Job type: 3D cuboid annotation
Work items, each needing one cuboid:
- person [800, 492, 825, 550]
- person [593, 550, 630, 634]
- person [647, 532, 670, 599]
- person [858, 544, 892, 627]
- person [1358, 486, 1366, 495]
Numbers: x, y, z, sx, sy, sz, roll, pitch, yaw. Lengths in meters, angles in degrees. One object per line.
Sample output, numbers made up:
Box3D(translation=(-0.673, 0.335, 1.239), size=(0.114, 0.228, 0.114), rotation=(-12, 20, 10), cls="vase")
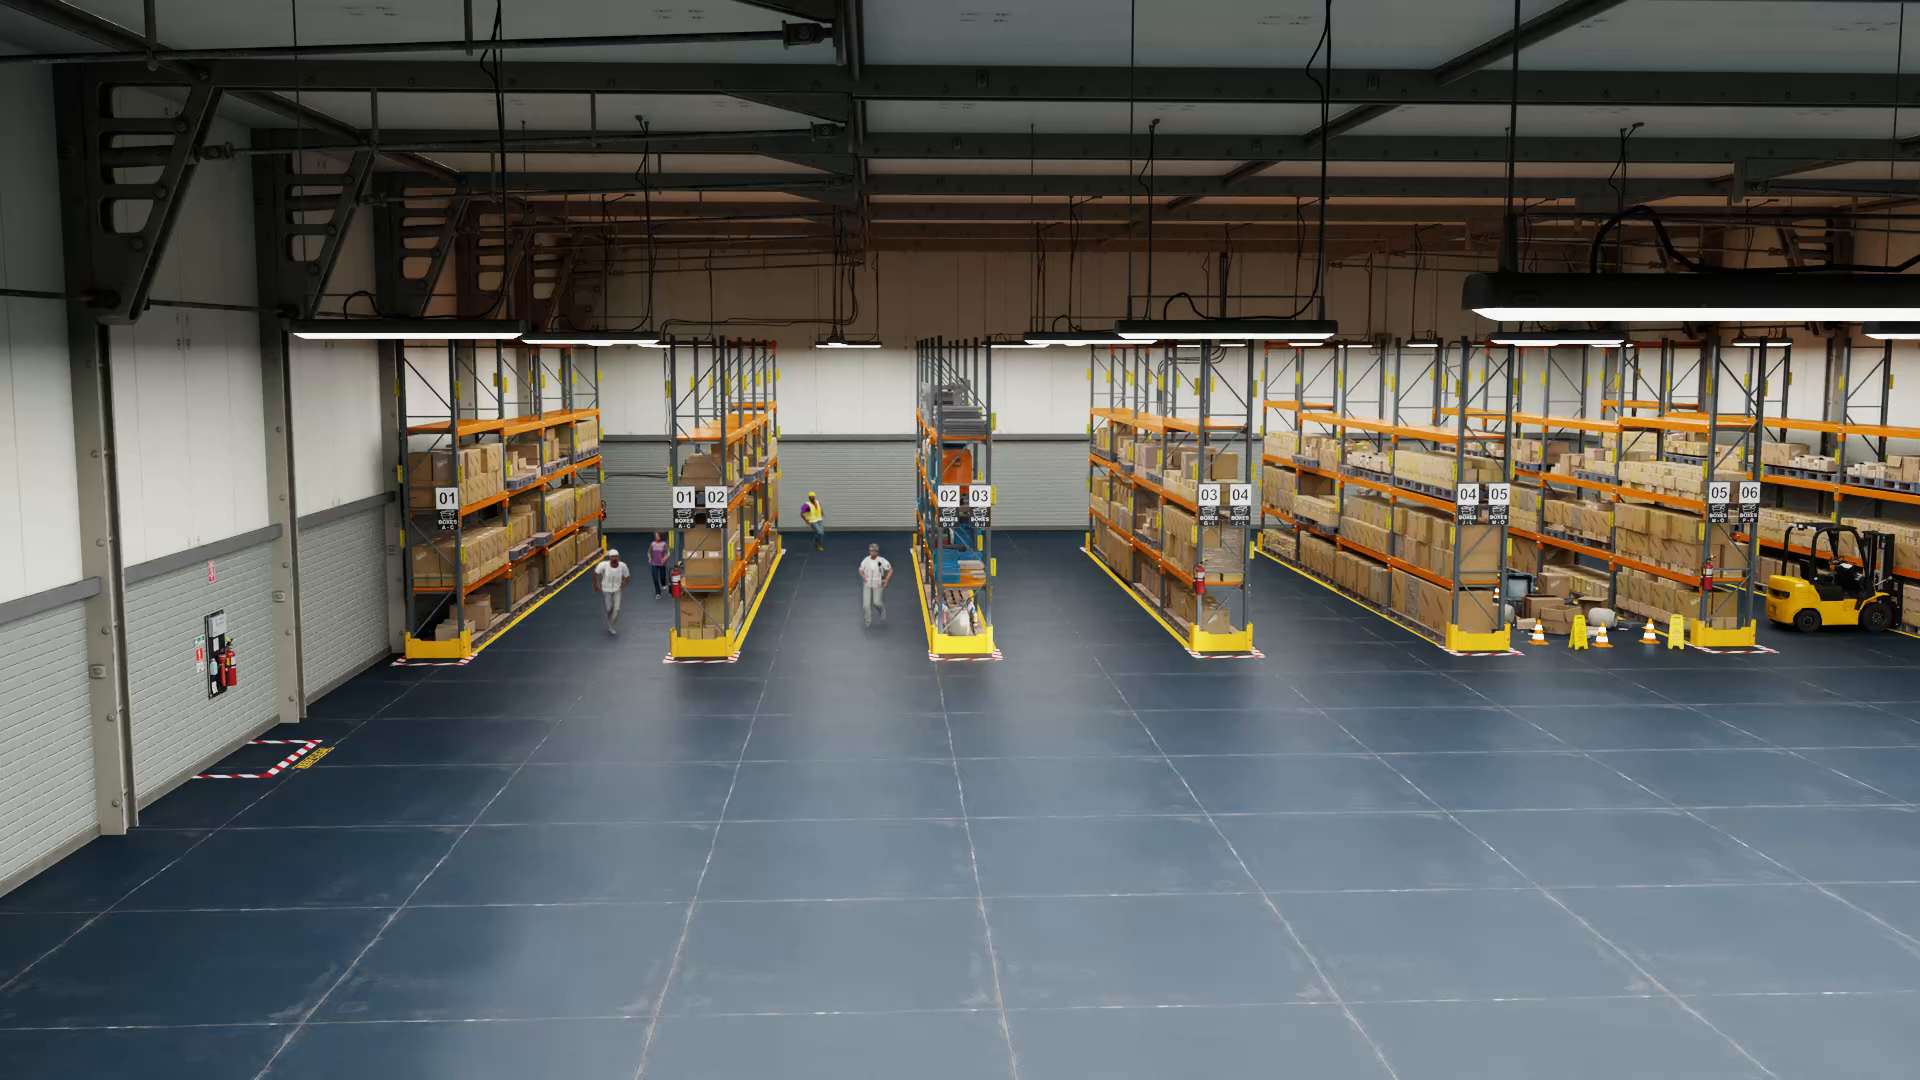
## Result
Box3D(translation=(-4.133, -0.530, 47.612), size=(0.757, 1.699, 0.541), rotation=(-6, 9, -43), cls="person")
Box3D(translation=(-7.113, 1.036, 33.984), size=(0.741, 1.717, 0.698), rotation=(-2, 7, -18), cls="person")
Box3D(translation=(-6.992, 0.579, 38.563), size=(0.535, 1.543, 0.559), rotation=(0, 6, -1), cls="person")
Box3D(translation=(-1.788, 0.951, 34.638), size=(0.699, 1.744, 0.555), rotation=(1, 7, 9), cls="person")
Box3D(translation=(11.923, -0.753, 49.405), size=(0.656, 1.737, 0.699), rotation=(1, 7, 5), cls="person")
